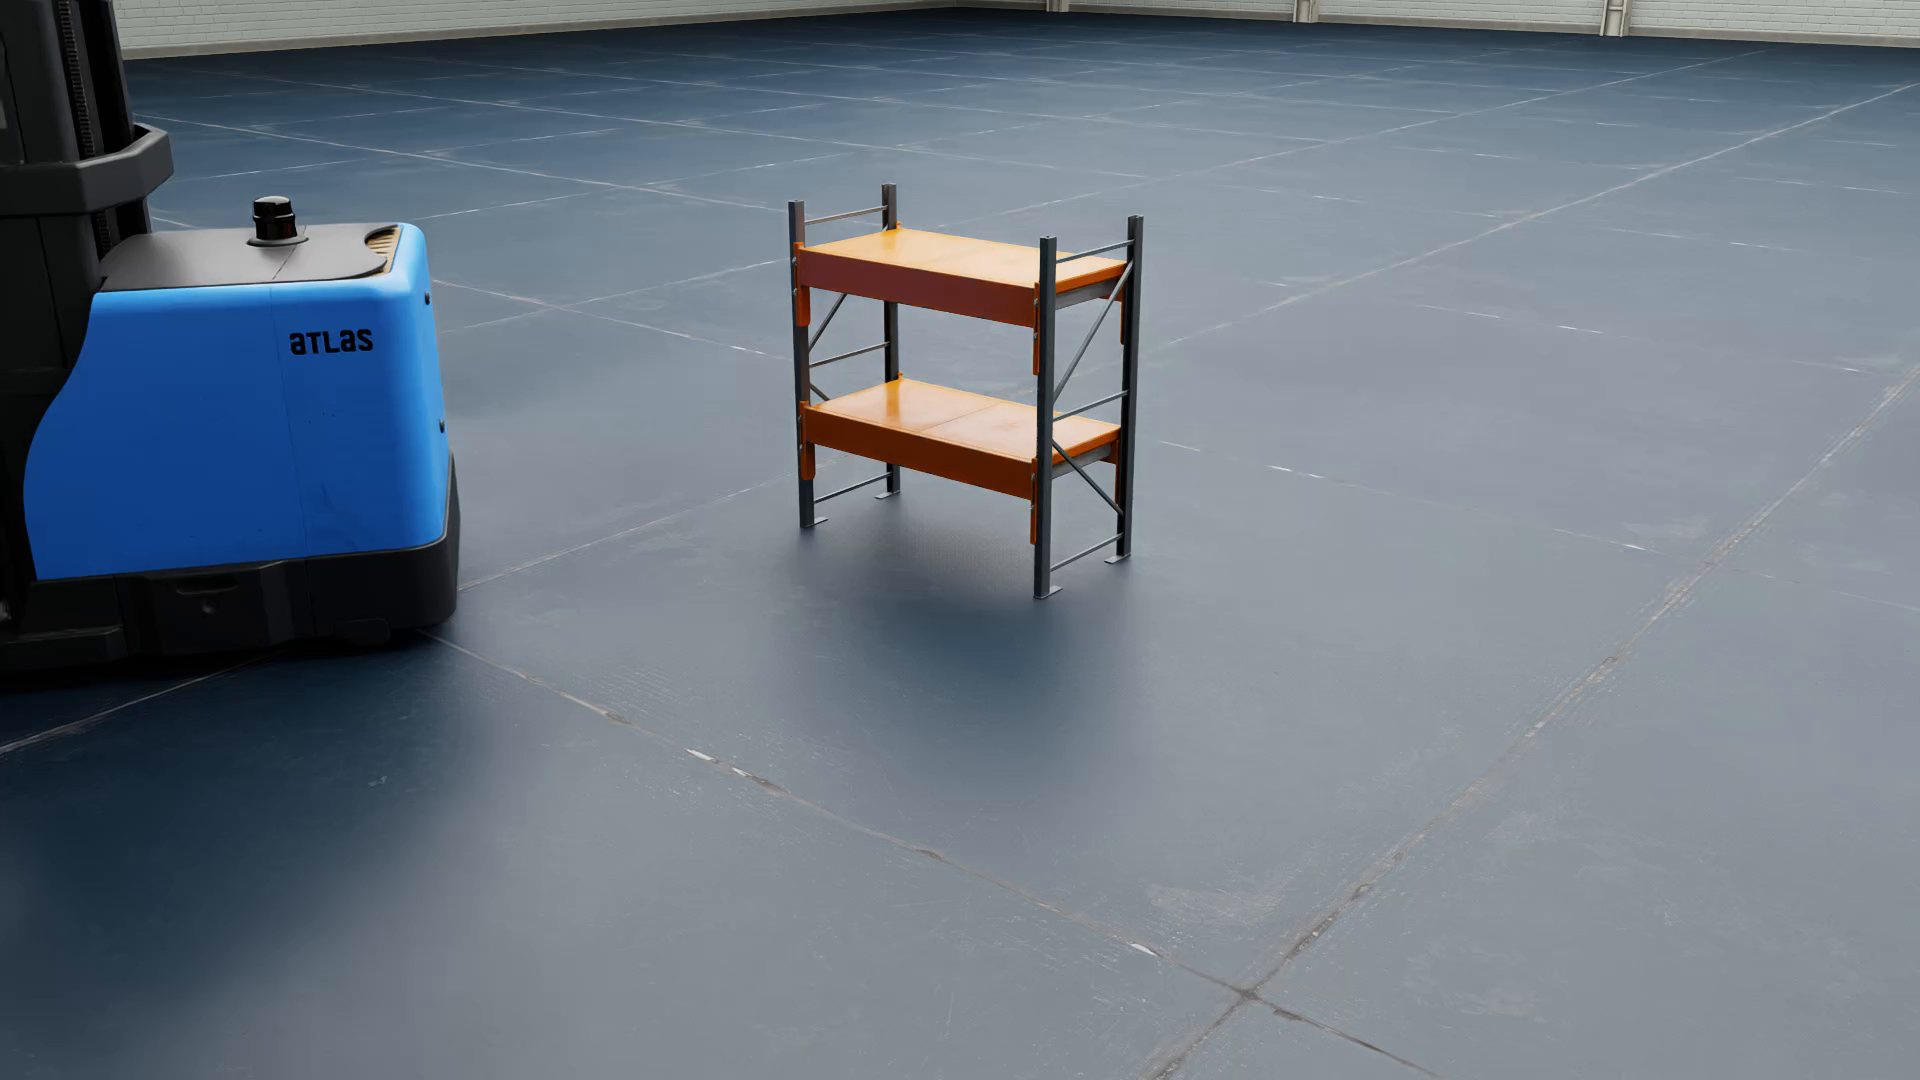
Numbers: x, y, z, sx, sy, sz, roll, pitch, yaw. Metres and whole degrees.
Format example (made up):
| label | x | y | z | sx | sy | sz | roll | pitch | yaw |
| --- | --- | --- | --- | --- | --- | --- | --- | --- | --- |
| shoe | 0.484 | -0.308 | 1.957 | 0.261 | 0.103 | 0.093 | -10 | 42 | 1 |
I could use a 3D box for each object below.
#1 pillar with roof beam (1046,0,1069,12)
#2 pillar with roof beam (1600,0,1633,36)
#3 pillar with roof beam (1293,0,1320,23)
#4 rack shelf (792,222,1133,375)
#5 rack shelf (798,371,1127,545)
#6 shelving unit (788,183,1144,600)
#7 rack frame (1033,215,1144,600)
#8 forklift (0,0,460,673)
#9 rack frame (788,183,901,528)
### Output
| label | x | y | z | sx | sy | sz | roll | pitch | yaw |
| --- | --- | --- | --- | --- | --- | --- | --- | --- | --- |
| pillar with roof beam | -0.598 | -14.524 | 31.430 | 0.400 | 9.000 | 9.100 | 16 | 26 | 36 |
| pillar with roof beam | 8.699 | -11.847 | 24.331 | 0.400 | 9.000 | 9.100 | 16 | 26 | 36 |
| pillar with roof beam | 4.050 | -13.186 | 27.881 | 0.400 | 9.000 | 9.100 | 16 | 26 | 36 |
| rack shelf | 0.005 | -0.799 | 5.362 | 1.000 | 0.278 | 0.538 | 16 | 26 | 36 |
| rack shelf | 0.005 | -0.296 | 5.552 | 1.000 | 0.278 | 0.538 | 16 | 26 | 36 |
| shelving unit | 0.005 | -0.525 | 5.466 | 1.048 | 1.125 | 0.538 | 16 | 26 | 36 |
| rack frame | 0.399 | -0.411 | 5.165 | 0.032 | 1.125 | 0.500 | 16 | 26 | 36 |
| forklift | -3.063 | -1.104 | 4.441 | 3.031 | 2.935 | 1.130 | -5 | 21 | -14 |
| rack frame | -0.389 | -0.638 | 5.766 | 0.032 | 1.125 | 0.500 | 16 | 26 | 36 |
